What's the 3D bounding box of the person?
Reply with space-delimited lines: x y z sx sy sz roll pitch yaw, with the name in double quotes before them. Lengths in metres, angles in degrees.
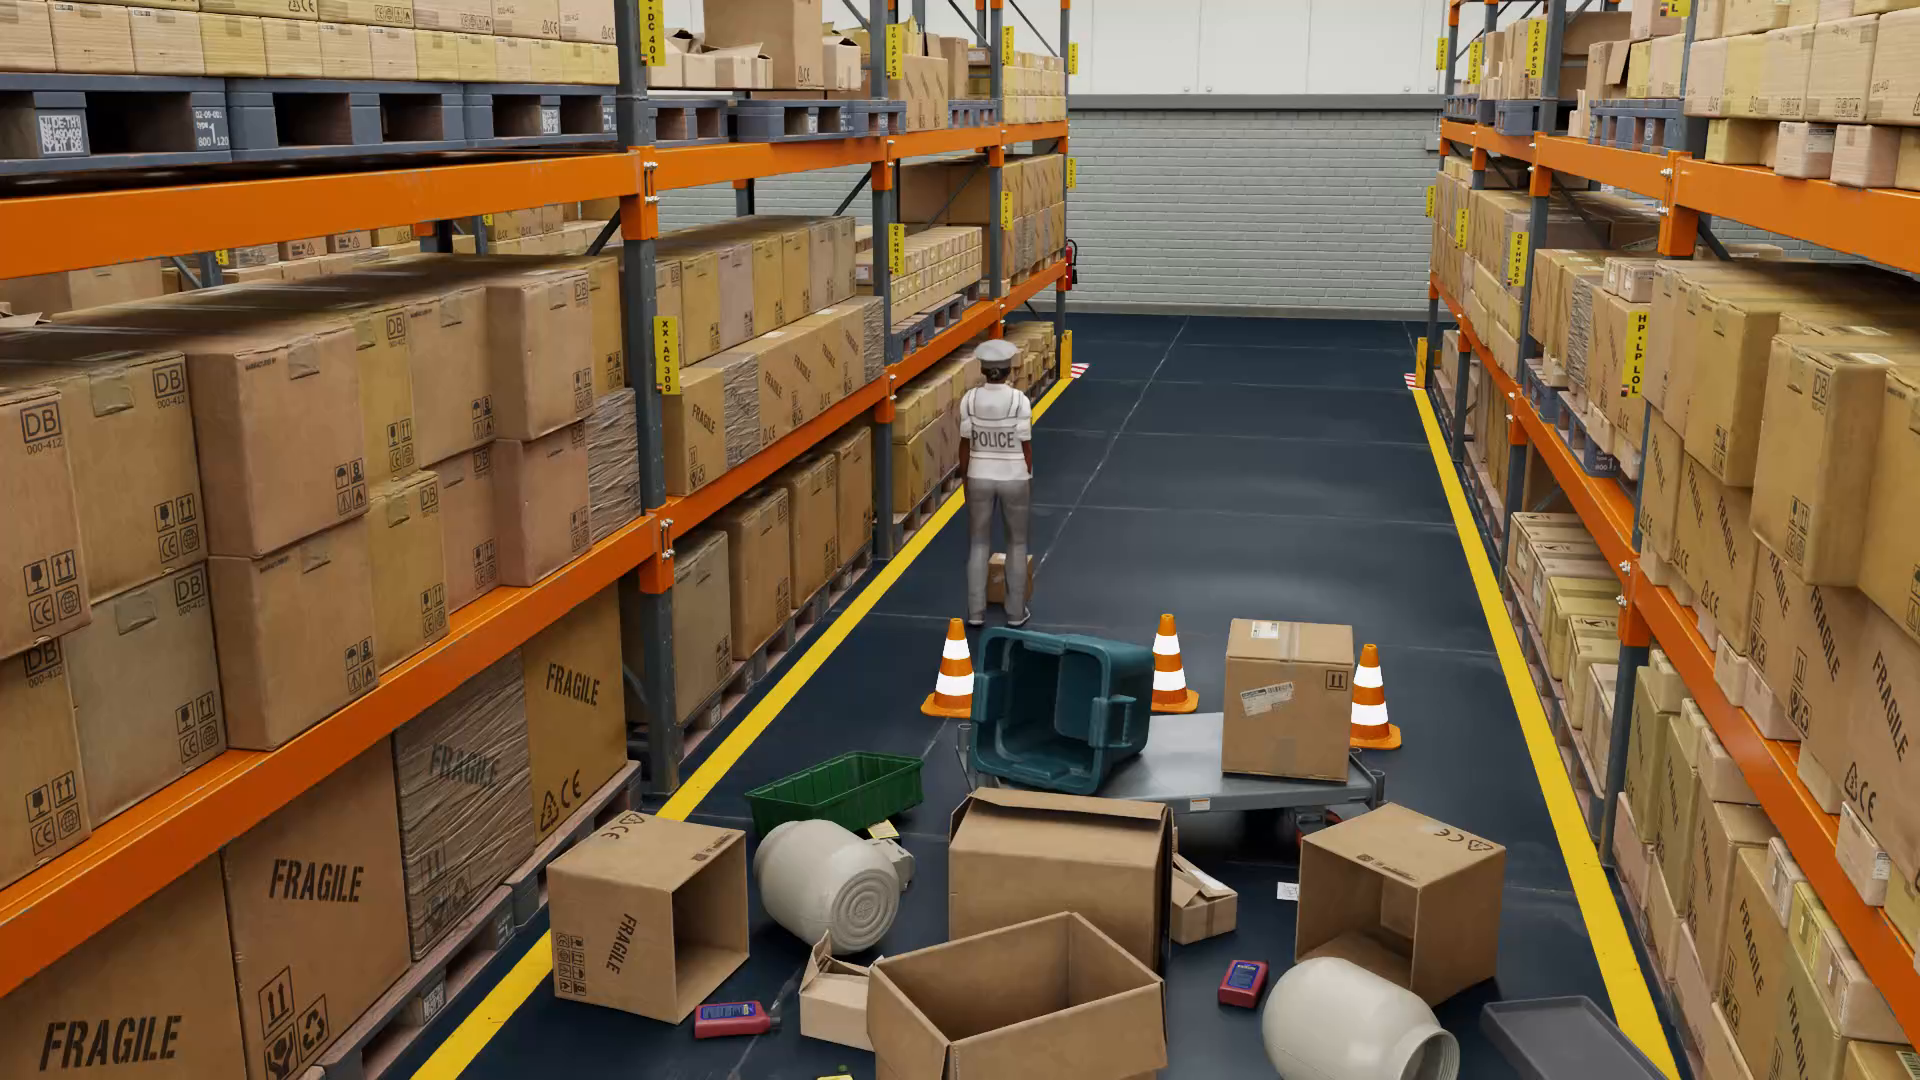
"person" 0.212 -0.321 9.730 0.435 1.695 0.348 3 15 12
